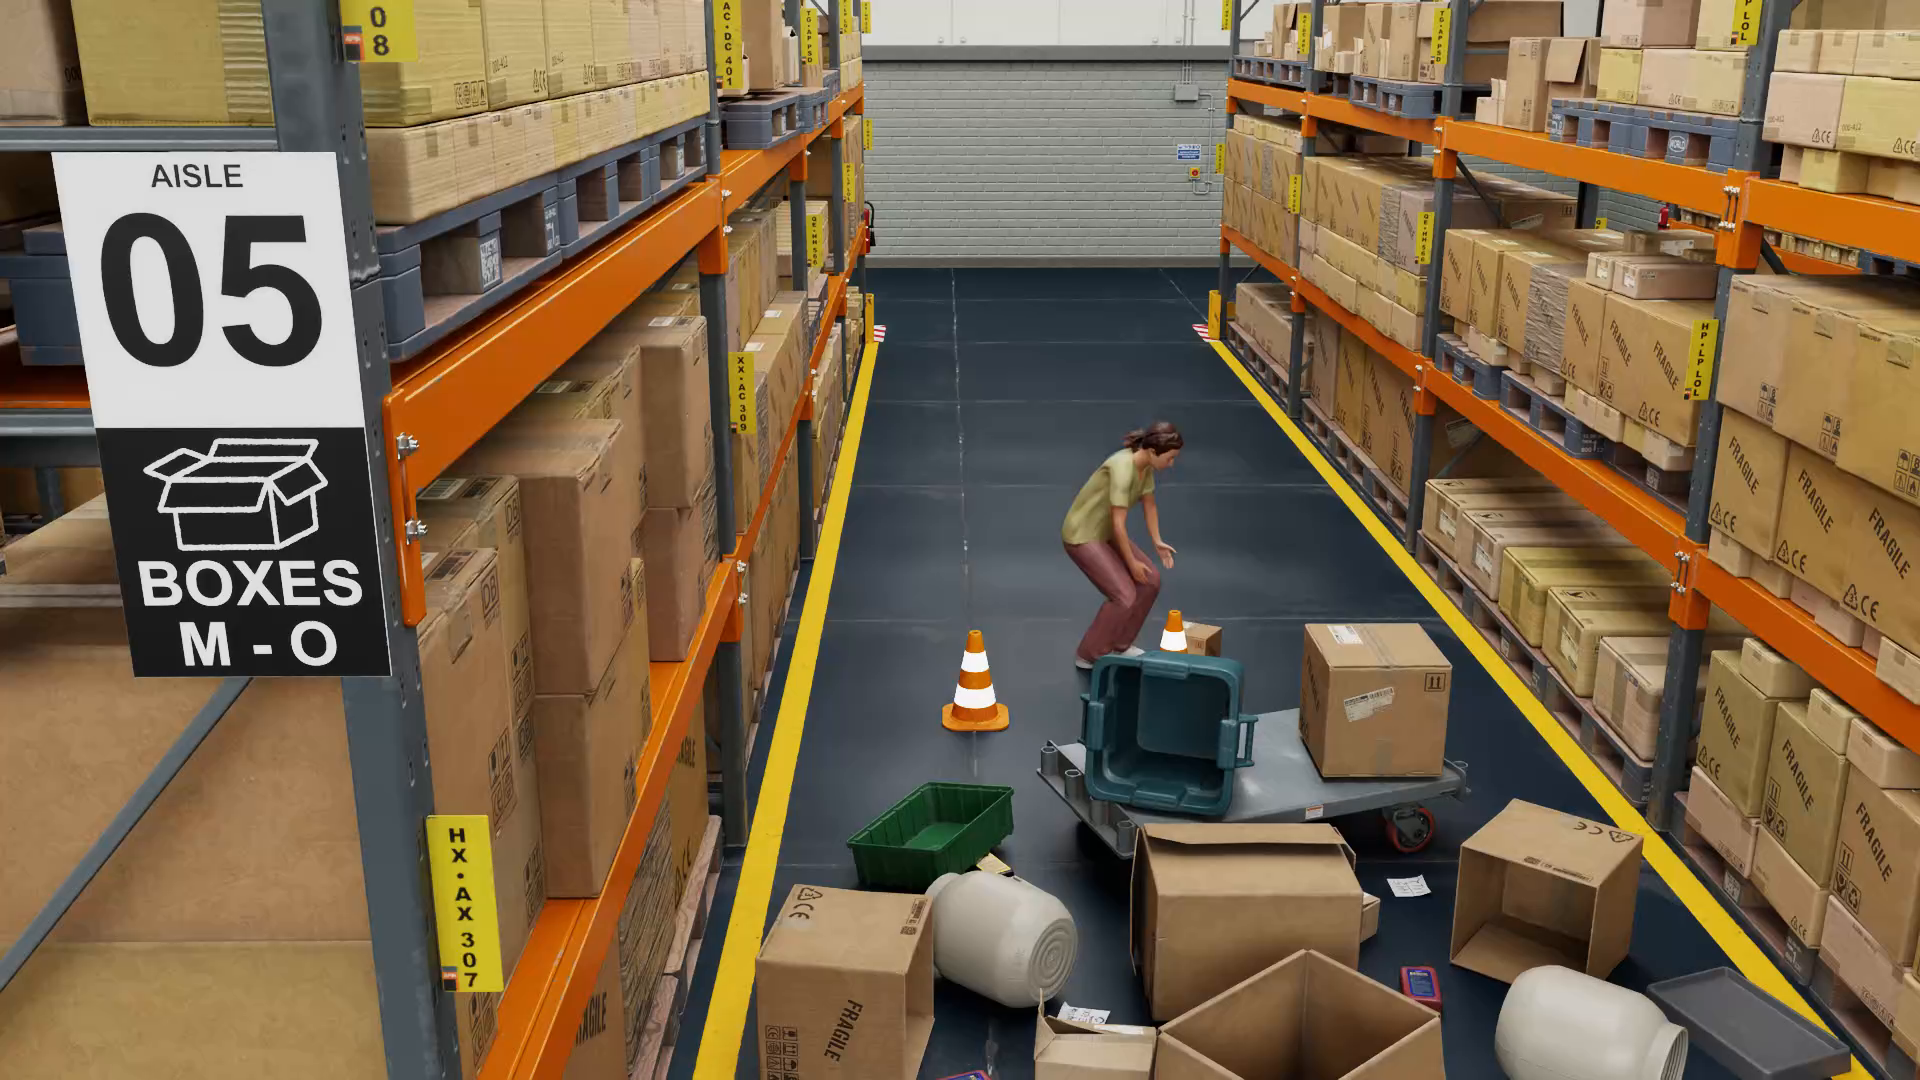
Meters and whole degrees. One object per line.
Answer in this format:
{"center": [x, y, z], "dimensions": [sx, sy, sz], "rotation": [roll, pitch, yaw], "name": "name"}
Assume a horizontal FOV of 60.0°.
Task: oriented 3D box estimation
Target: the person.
{"center": [0.880, 0.018, 8.984], "dimensions": [0.634, 1.390, 0.510], "rotation": [9, 19, 27], "name": "person"}
